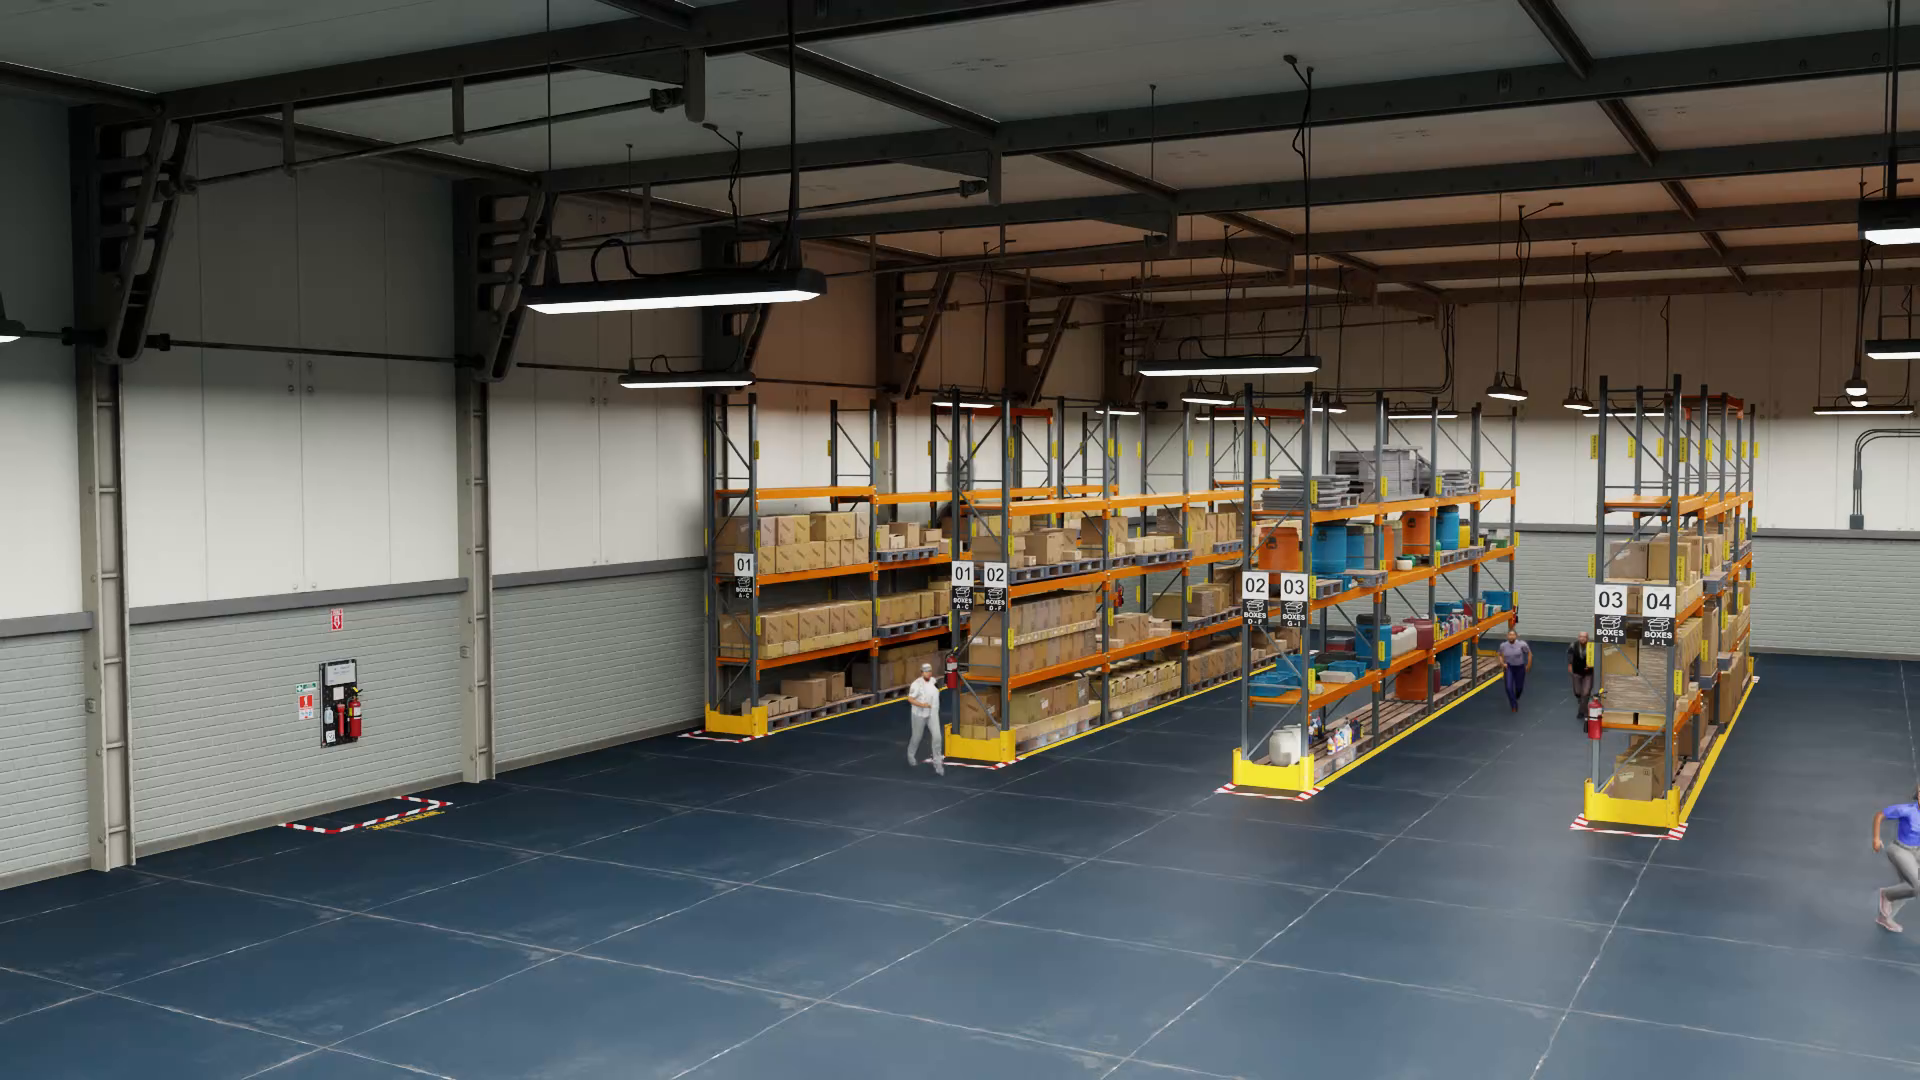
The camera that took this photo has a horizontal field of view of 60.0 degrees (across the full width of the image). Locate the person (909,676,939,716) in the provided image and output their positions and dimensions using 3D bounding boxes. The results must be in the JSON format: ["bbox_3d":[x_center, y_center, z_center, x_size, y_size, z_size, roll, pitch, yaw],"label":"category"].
[{"bbox_3d":[-0.557,2.415,25.885,0.569,0.598,0.428,-2,3,-26],"label":"person"}]

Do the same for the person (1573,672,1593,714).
[{"bbox_3d":[11.700,2.799,31.160,0.410,0.932,0.509,1,3,25],"label":"person"}]

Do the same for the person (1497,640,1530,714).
[{"bbox_3d":[10.612,2.611,31.880,0.596,1.413,0.675,1,3,23],"label":"person"}]
